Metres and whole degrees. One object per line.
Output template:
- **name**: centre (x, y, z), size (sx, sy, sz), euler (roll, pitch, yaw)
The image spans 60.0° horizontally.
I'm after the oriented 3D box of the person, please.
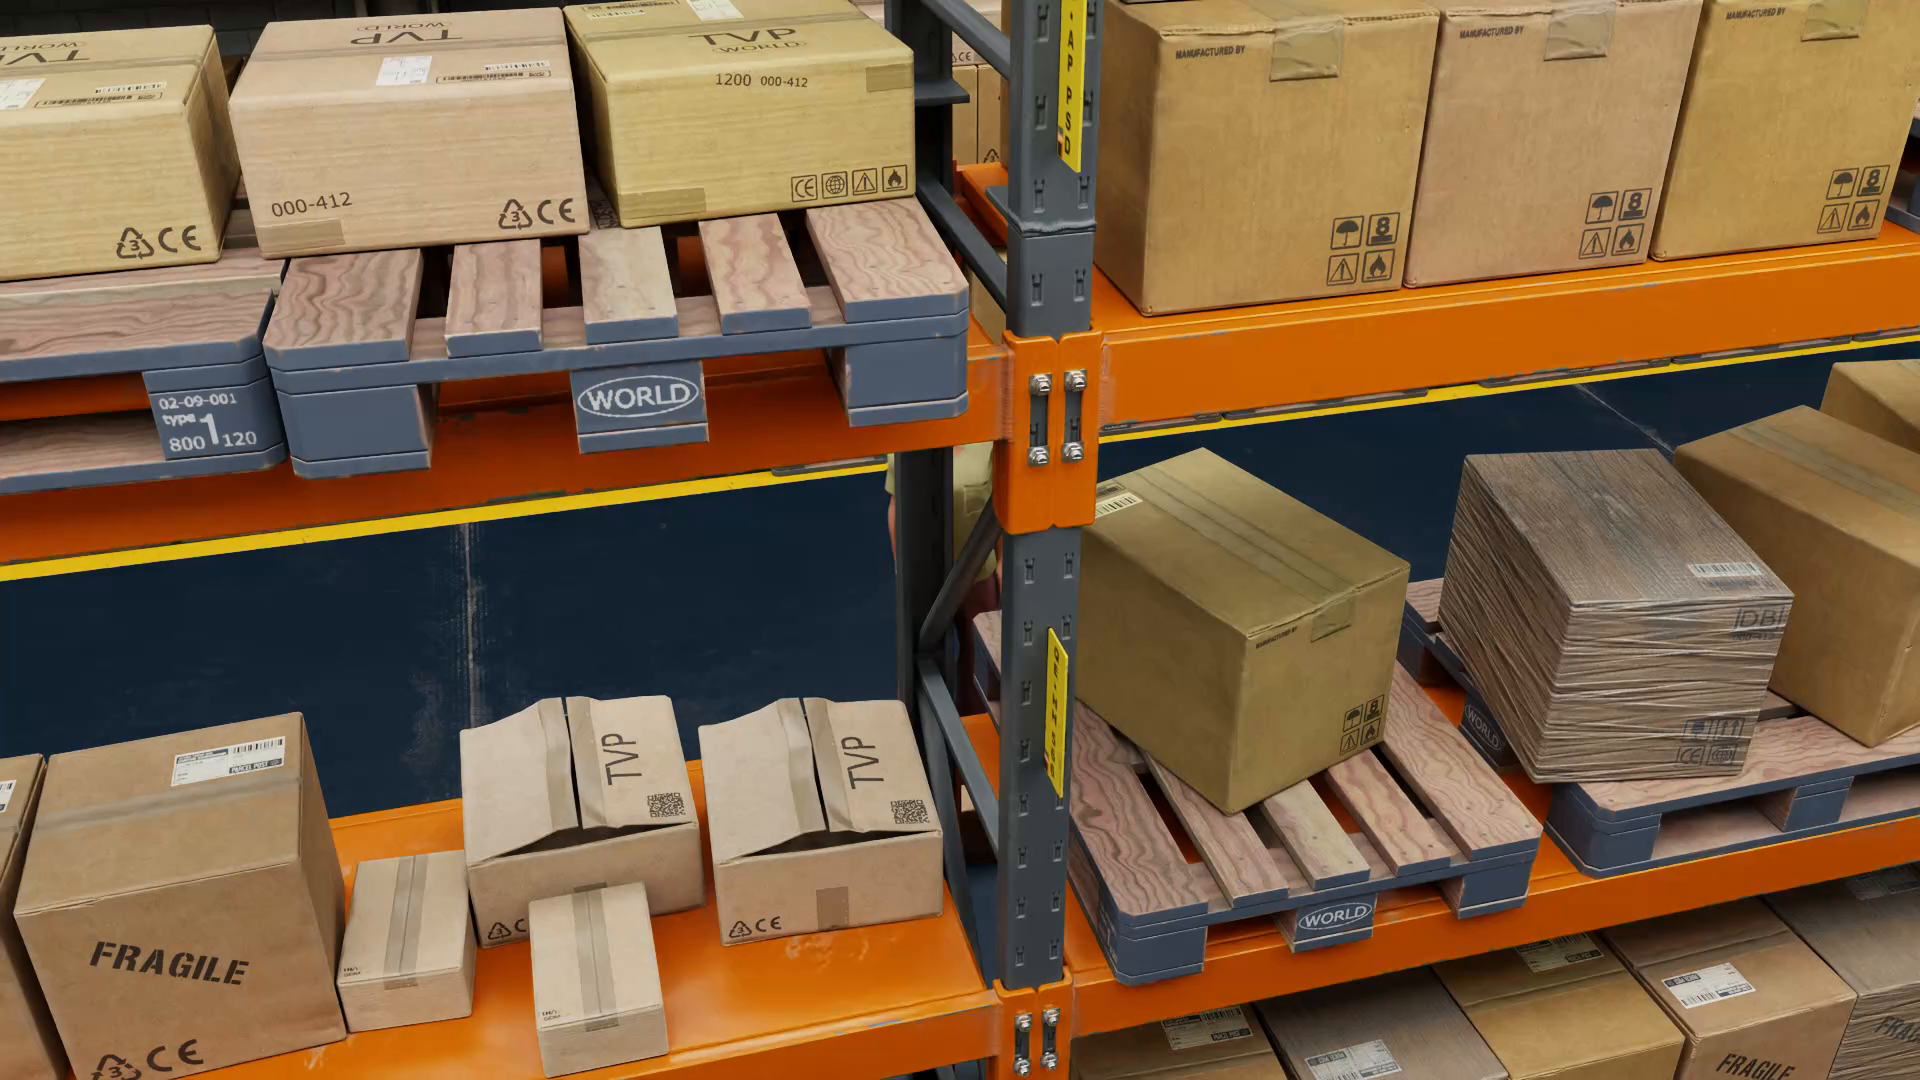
- **person**: centre (-0.036, 0.110, 5.955), size (0.447, 1.670, 0.359), euler (-7, 31, -12)
